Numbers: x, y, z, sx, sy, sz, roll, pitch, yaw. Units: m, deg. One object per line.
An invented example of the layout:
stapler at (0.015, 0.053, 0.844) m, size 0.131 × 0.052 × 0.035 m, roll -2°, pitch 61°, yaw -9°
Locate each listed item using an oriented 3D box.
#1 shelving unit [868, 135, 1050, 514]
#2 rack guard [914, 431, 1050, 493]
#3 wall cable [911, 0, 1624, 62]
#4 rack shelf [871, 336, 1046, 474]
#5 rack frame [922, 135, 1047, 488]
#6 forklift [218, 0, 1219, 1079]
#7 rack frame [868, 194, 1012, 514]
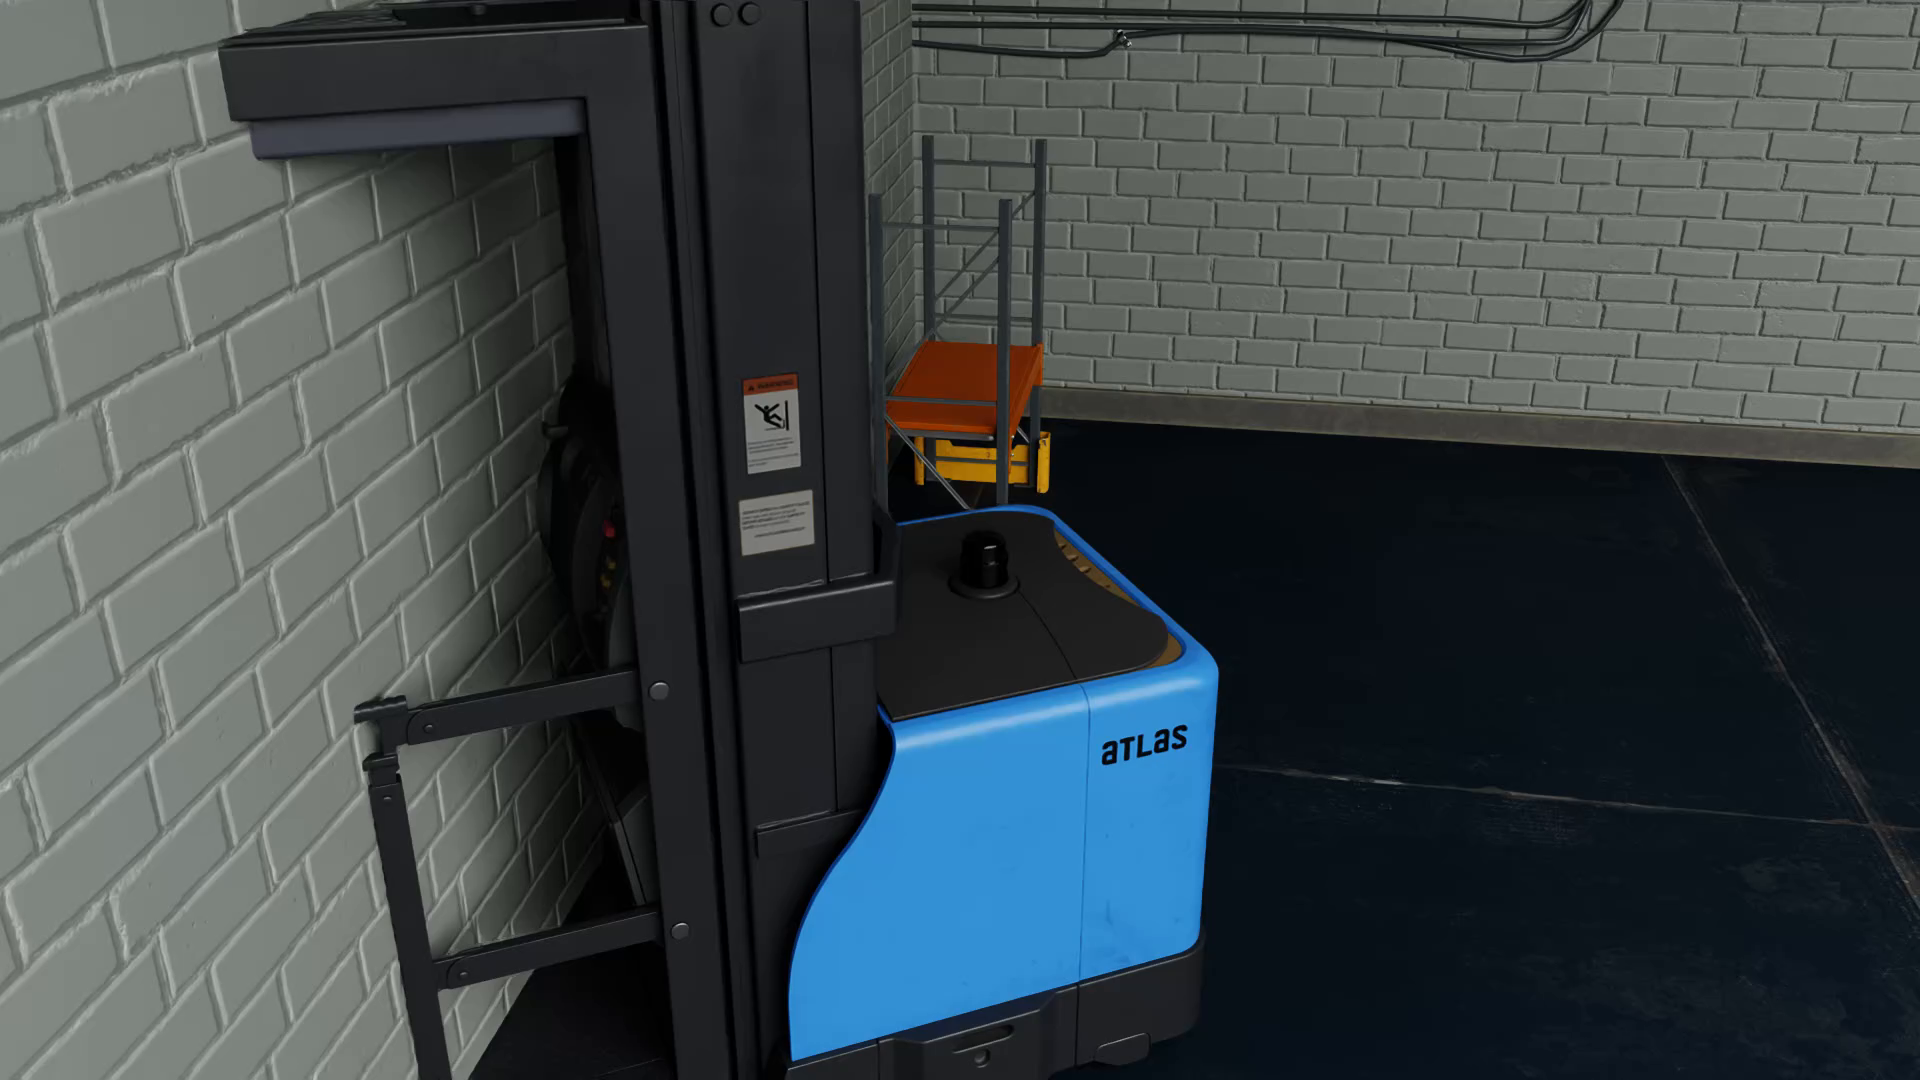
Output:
shelving unit at (0.012, -0.711, 6.500) m, size 0.587 × 1.500 × 1.083 m, roll 4°, pitch 25°, yaw 9°
rack guard at (0.094, -0.353, 7.210) m, size 0.587 × 0.250 × 0.087 m, roll 4°, pitch 25°, yaw 9°
wall cable at (1.230, -3.190, 6.613) m, size 3.097 × 2.526 × 0.112 m, roll 4°, pitch 25°, yaw 9°
rack shelf at (0.014, -0.552, 6.585) m, size 0.538 × 0.185 × 1.000 m, roll 4°, pitch 25°, yaw 9°
rack frame at (0.097, -0.928, 6.962) m, size 0.500 × 1.500 × 0.032 m, roll 4°, pitch 25°, yaw 9°
forklift at (-0.977, -0.043, 3.386) m, size 3.031 × 2.935 × 1.130 m, roll -10°, pitch 27°, yaw -20°
rack frame at (-0.069, -0.502, 6.054) m, size 0.500 × 1.500 × 0.032 m, roll 4°, pitch 25°, yaw 9°
